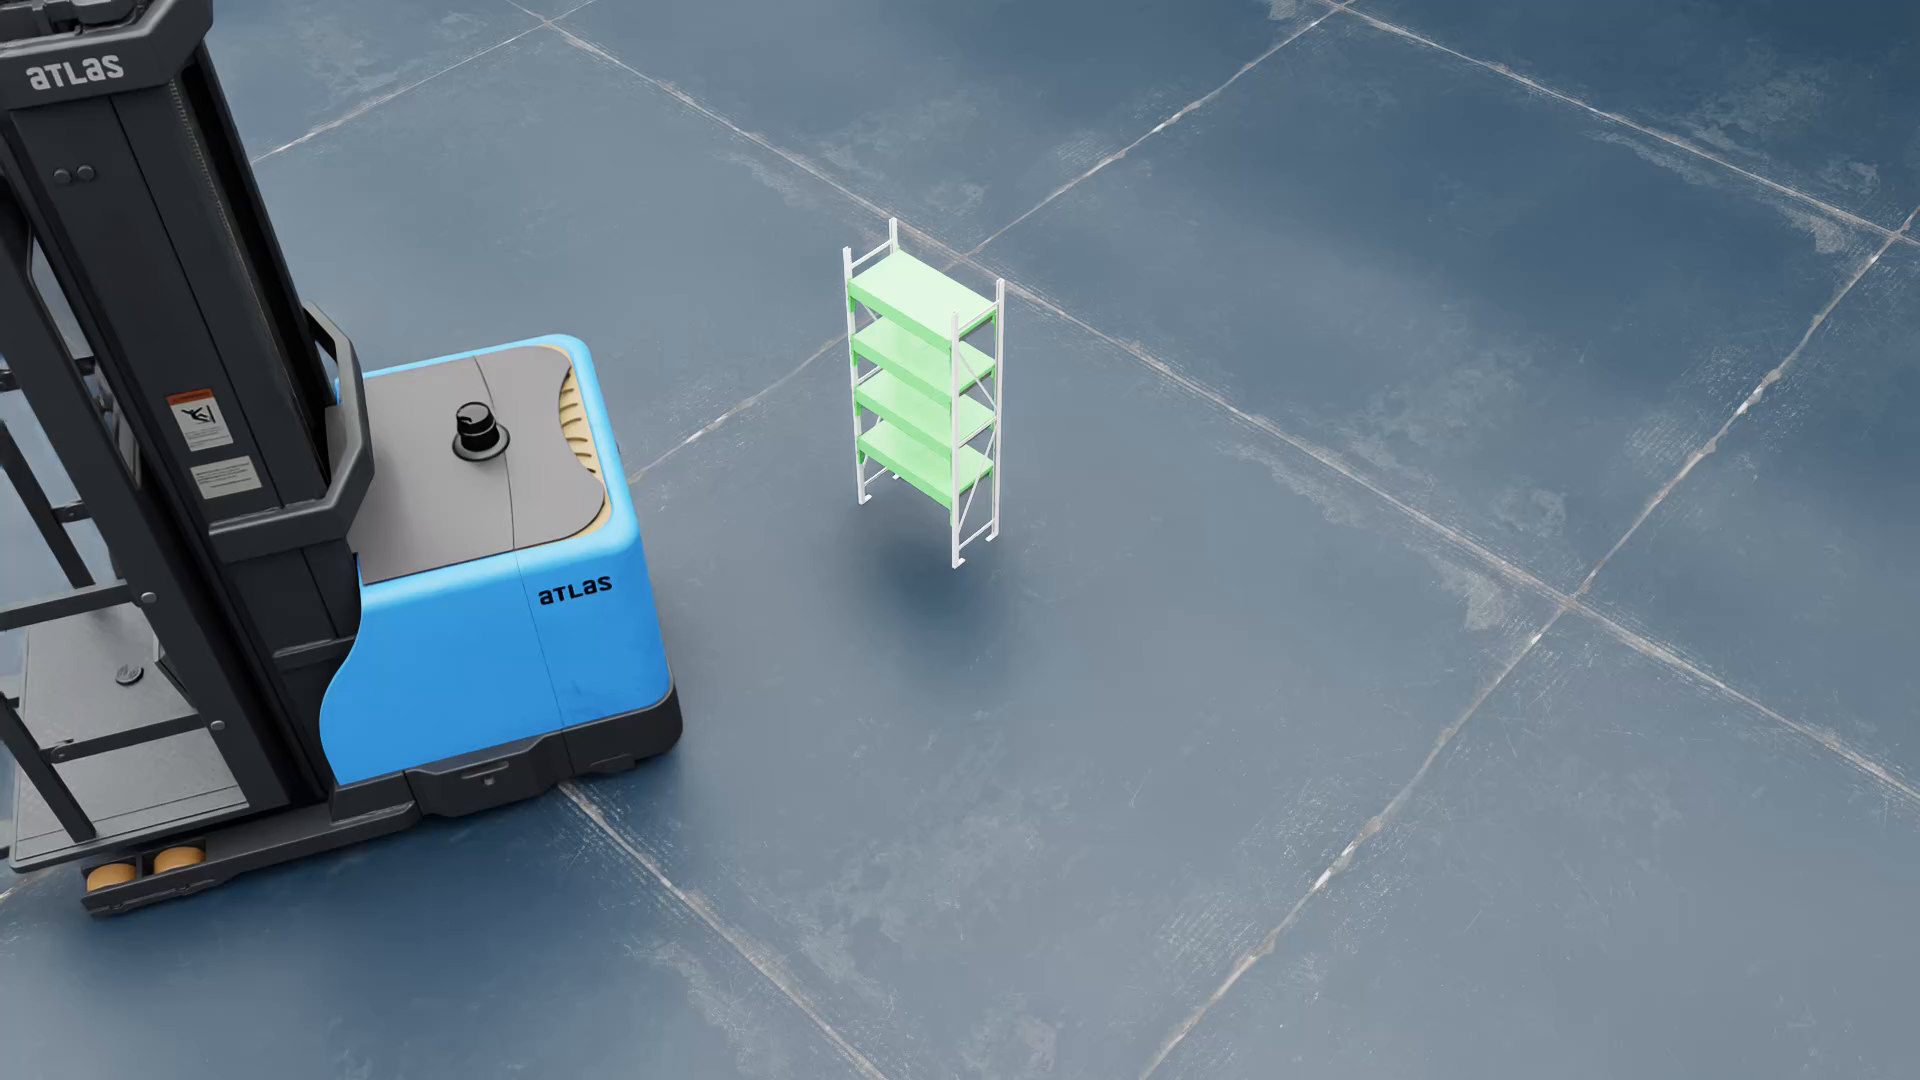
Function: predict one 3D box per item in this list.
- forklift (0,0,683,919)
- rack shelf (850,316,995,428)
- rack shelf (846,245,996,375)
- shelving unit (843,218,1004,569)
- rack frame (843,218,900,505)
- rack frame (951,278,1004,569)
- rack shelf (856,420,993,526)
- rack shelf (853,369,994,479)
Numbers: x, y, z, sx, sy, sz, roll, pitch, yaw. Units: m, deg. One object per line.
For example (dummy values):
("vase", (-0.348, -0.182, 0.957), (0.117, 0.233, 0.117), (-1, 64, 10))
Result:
("forklift", (-2.501, -0.282, 4.504), (3.031, 2.935, 1.130), (-14, 48, -13))
("rack shelf", (-0.122, -0.613, 5.761), (0.480, 0.148, 0.258), (34, 55, 28))
("rack shelf", (-0.122, -0.777, 5.586), (0.480, 0.148, 0.258), (34, 55, 28))
("shelving unit", (-0.122, -0.493, 5.889), (0.503, 1.200, 0.258), (34, 55, 28))
("rack frame", (-0.301, -0.613, 6.003), (0.015, 1.200, 0.240), (34, 55, 28))
("rack frame", (0.058, -0.372, 5.776), (0.015, 1.200, 0.240), (34, 55, 28))
("rack shelf", (-0.122, -0.285, 6.111), (0.480, 0.148, 0.258), (34, 55, 28))
("rack shelf", (-0.122, -0.449, 5.936), (0.480, 0.148, 0.258), (34, 55, 28))
